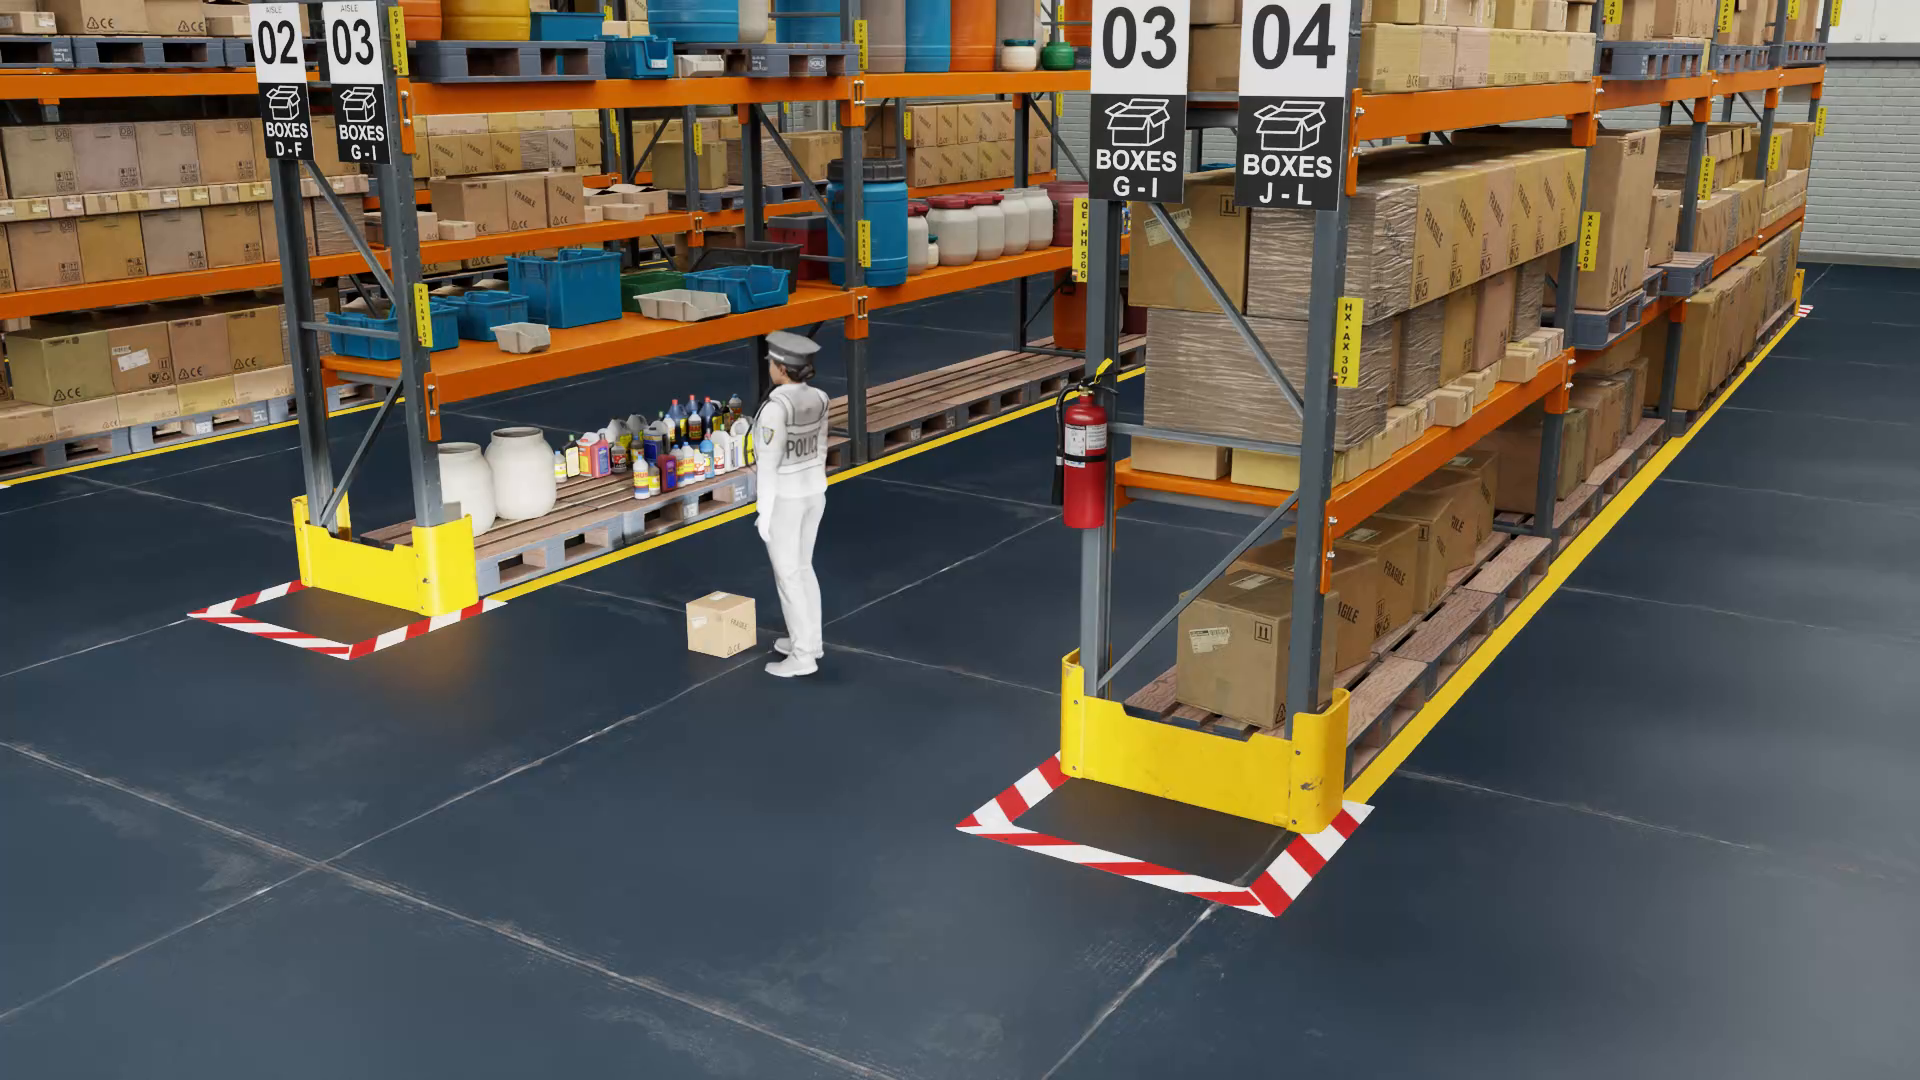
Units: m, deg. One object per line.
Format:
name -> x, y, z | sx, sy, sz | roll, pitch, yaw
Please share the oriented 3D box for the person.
person -> -0.835, -0.173, 8.126 | 0.391, 1.699, 0.466 | 10, 19, 32
